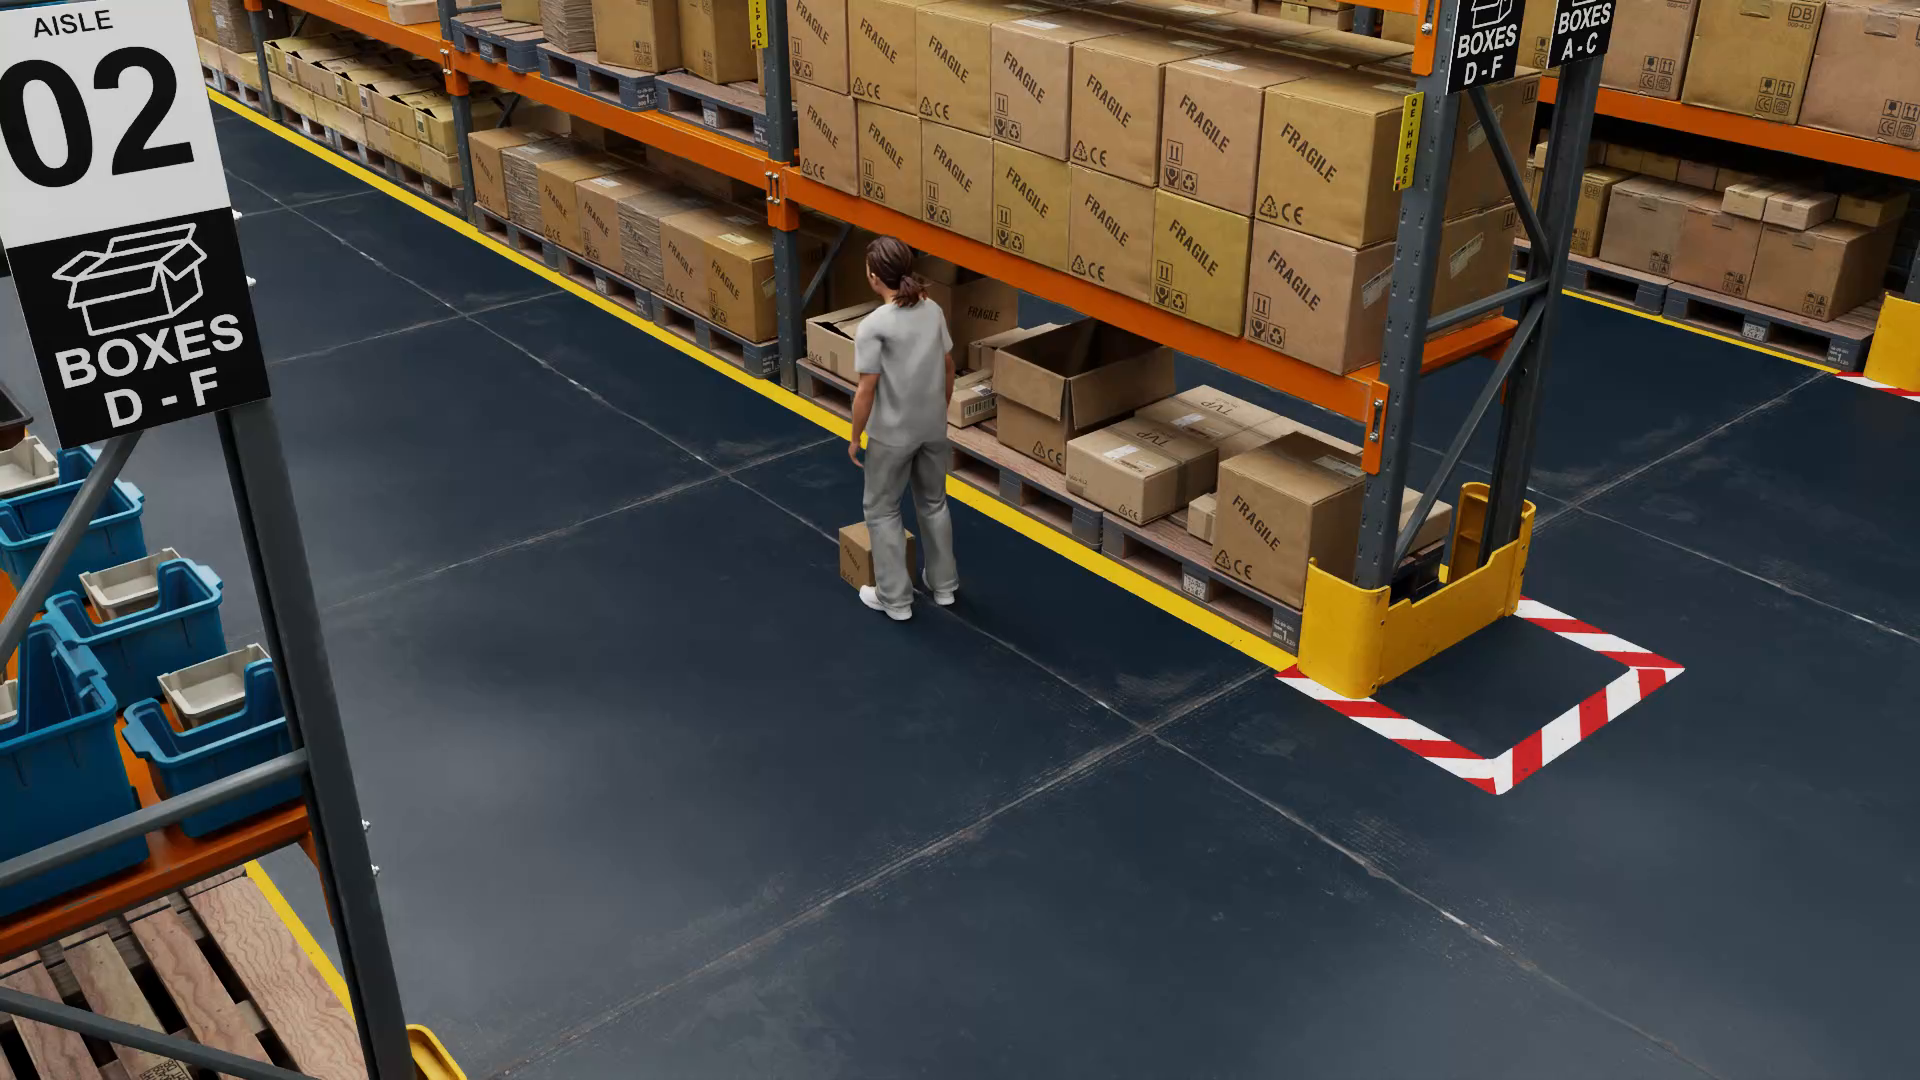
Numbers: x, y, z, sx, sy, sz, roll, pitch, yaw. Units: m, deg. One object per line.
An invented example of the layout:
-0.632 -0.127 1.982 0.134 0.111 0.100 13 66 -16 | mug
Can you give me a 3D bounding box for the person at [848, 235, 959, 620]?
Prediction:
-0.234 -0.455 6.969 0.509 1.673 0.355 -18 33 -30 | person
